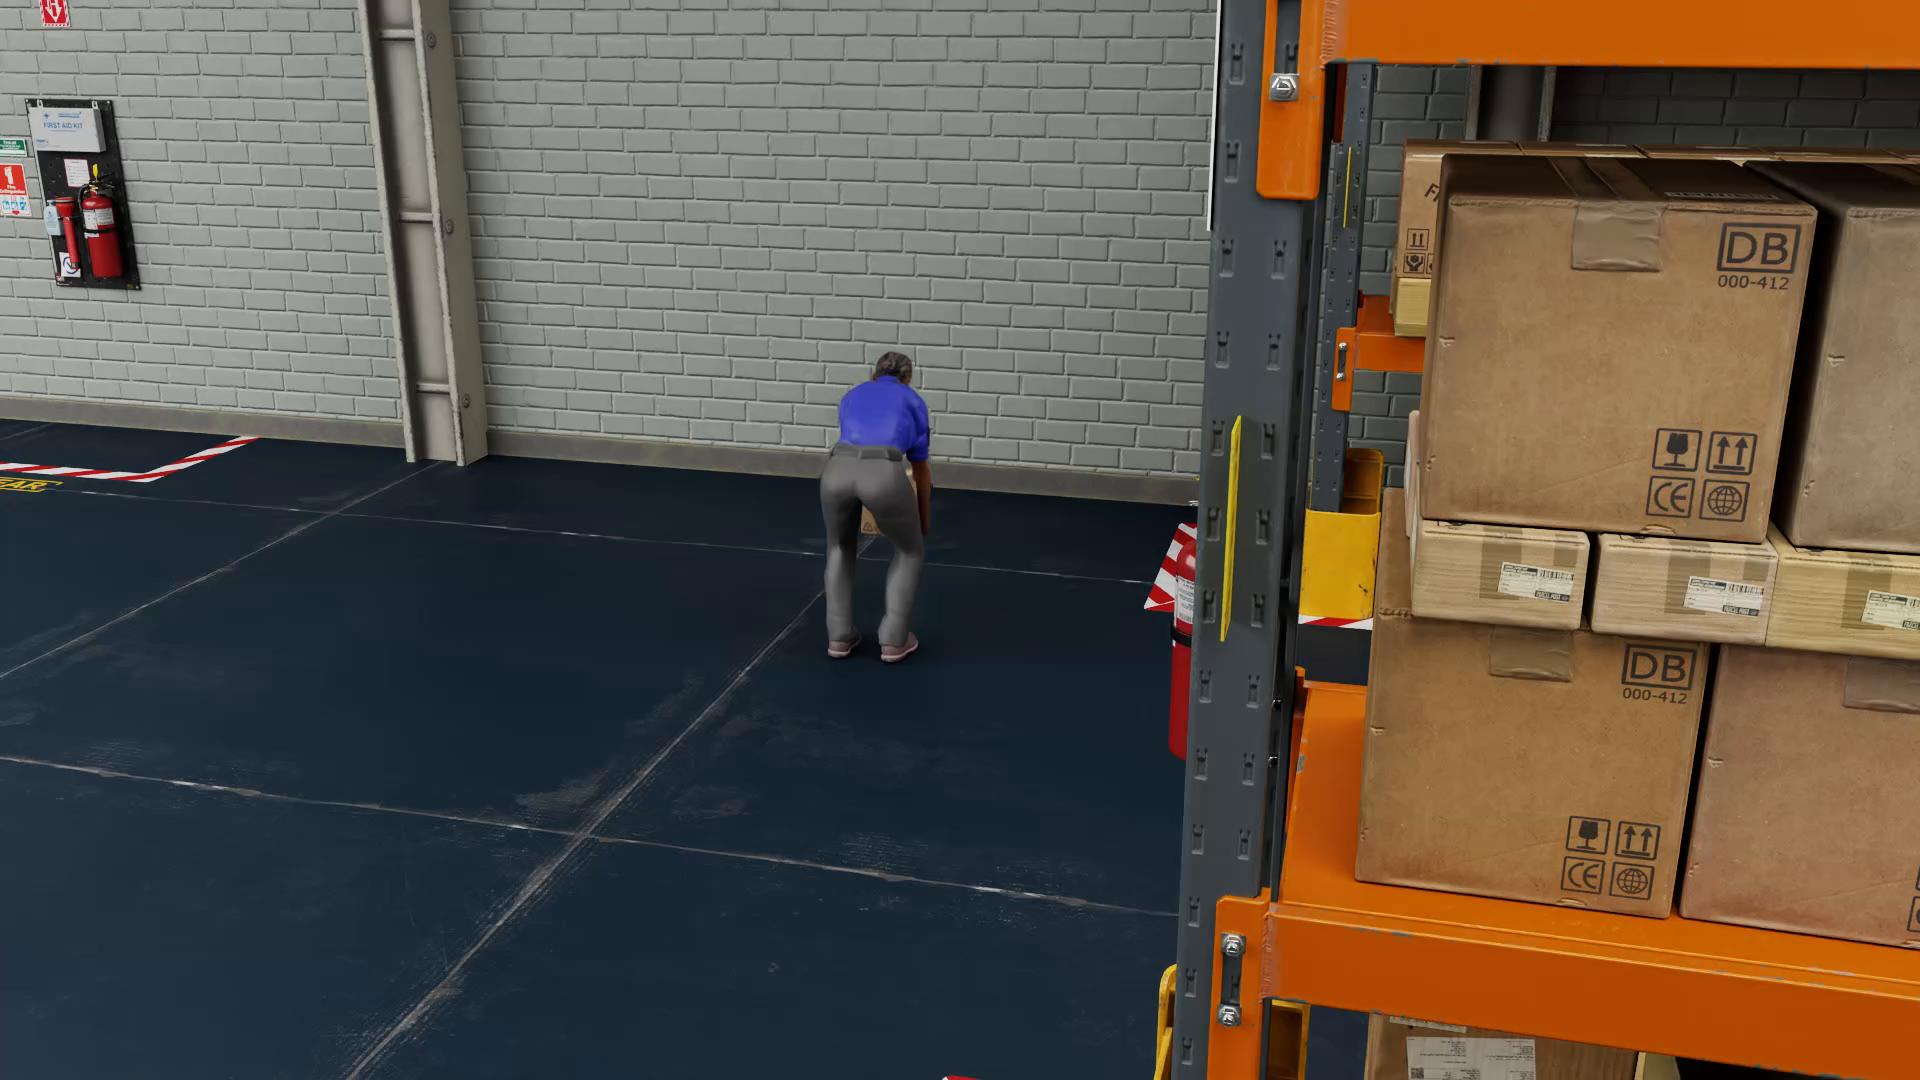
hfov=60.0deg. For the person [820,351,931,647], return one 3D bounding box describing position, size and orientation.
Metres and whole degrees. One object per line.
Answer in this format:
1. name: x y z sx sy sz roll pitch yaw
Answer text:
1. person: -0.343 -0.185 7.206 0.429 1.147 0.824 4 19 11
